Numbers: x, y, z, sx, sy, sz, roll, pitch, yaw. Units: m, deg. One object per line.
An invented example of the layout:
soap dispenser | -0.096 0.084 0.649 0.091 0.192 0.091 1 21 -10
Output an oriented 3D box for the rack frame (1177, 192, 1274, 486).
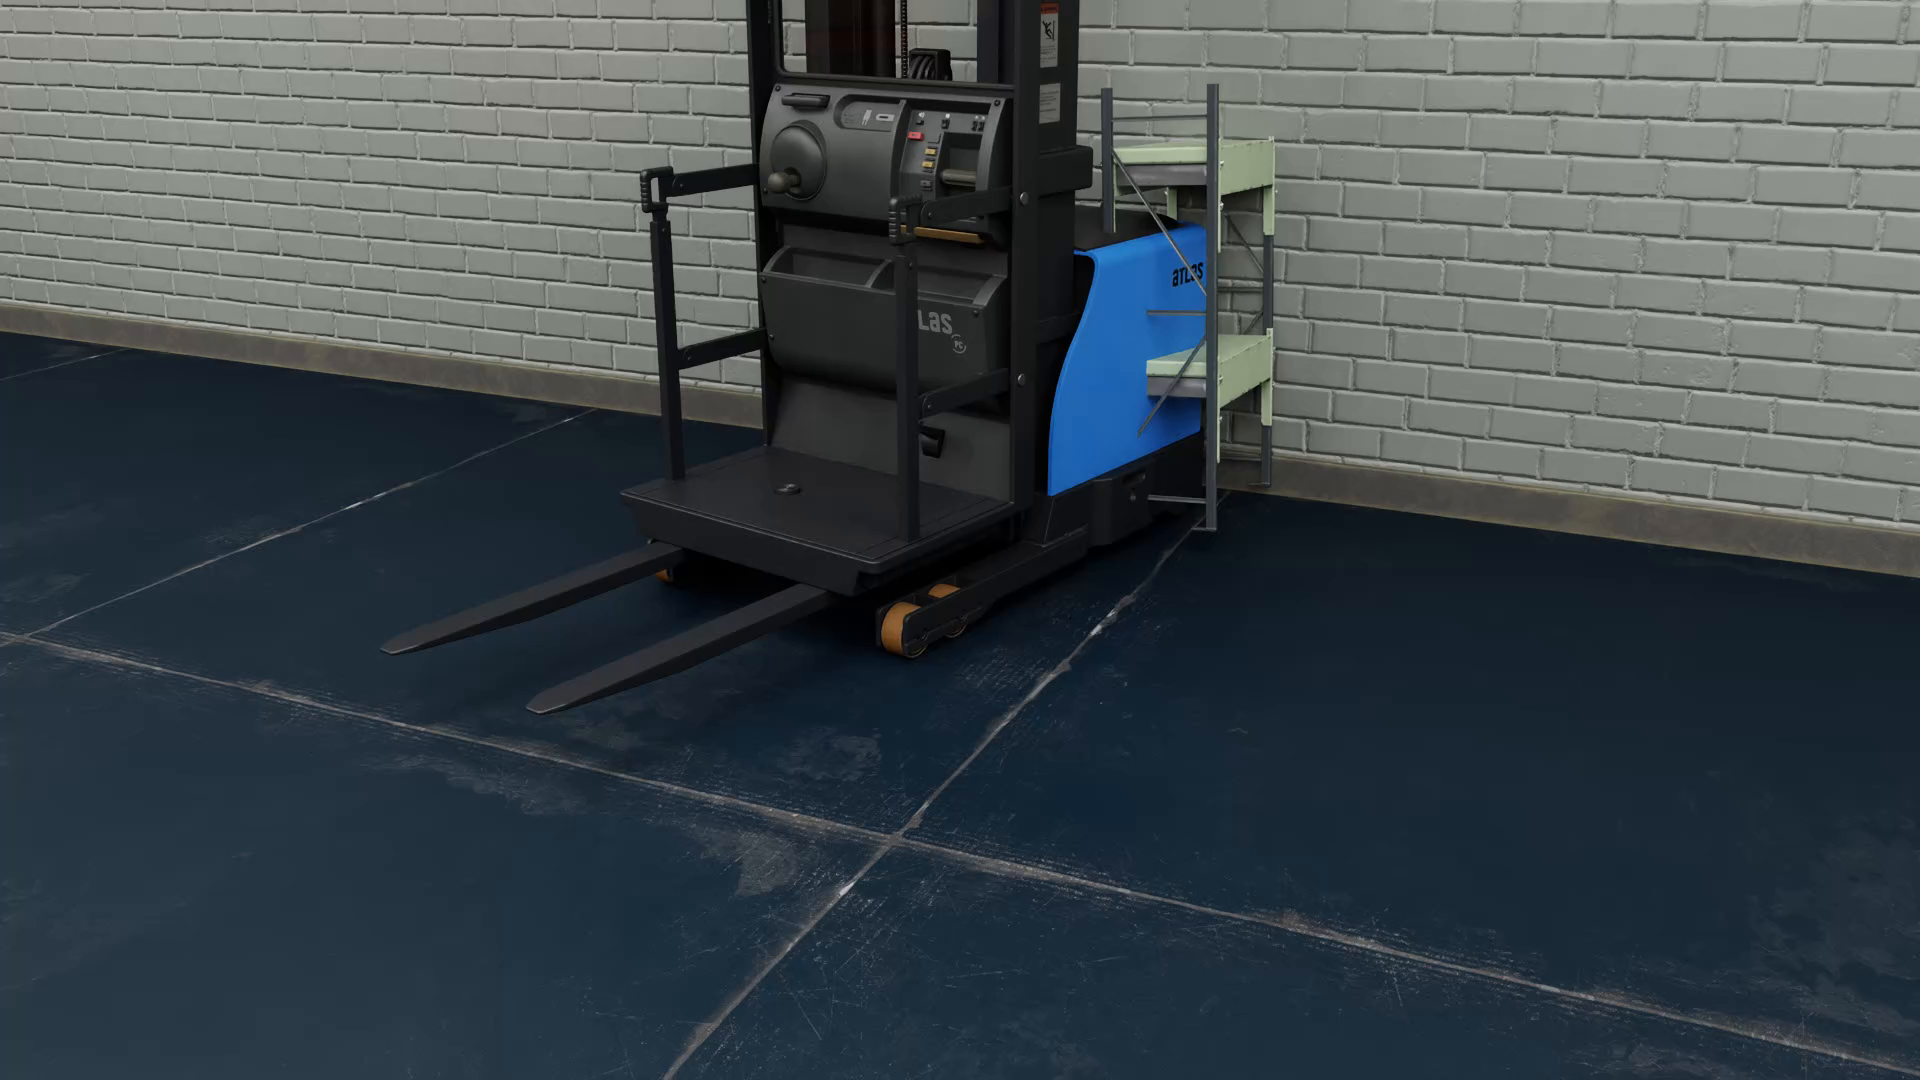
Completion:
rack frame | 0.989 -0.950 6.307 0.400 1.500 0.023 5 16 24

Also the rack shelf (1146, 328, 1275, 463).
rack shelf | 0.847 -0.545 6.070 0.431 0.370 0.720 5 16 24

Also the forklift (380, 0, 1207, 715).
forklift | -0.382 -1.213 5.007 1.130 2.935 3.031 14 24 35

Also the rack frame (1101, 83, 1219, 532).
rack frame | 0.682 -0.771 5.667 0.400 1.500 0.023 5 16 24

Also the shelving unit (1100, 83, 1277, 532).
shelving unit | 0.836 -0.861 5.987 0.431 1.500 0.755 5 16 24

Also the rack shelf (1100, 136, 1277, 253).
rack shelf | 0.822 -1.238 5.889 0.431 0.370 0.720 5 16 24
